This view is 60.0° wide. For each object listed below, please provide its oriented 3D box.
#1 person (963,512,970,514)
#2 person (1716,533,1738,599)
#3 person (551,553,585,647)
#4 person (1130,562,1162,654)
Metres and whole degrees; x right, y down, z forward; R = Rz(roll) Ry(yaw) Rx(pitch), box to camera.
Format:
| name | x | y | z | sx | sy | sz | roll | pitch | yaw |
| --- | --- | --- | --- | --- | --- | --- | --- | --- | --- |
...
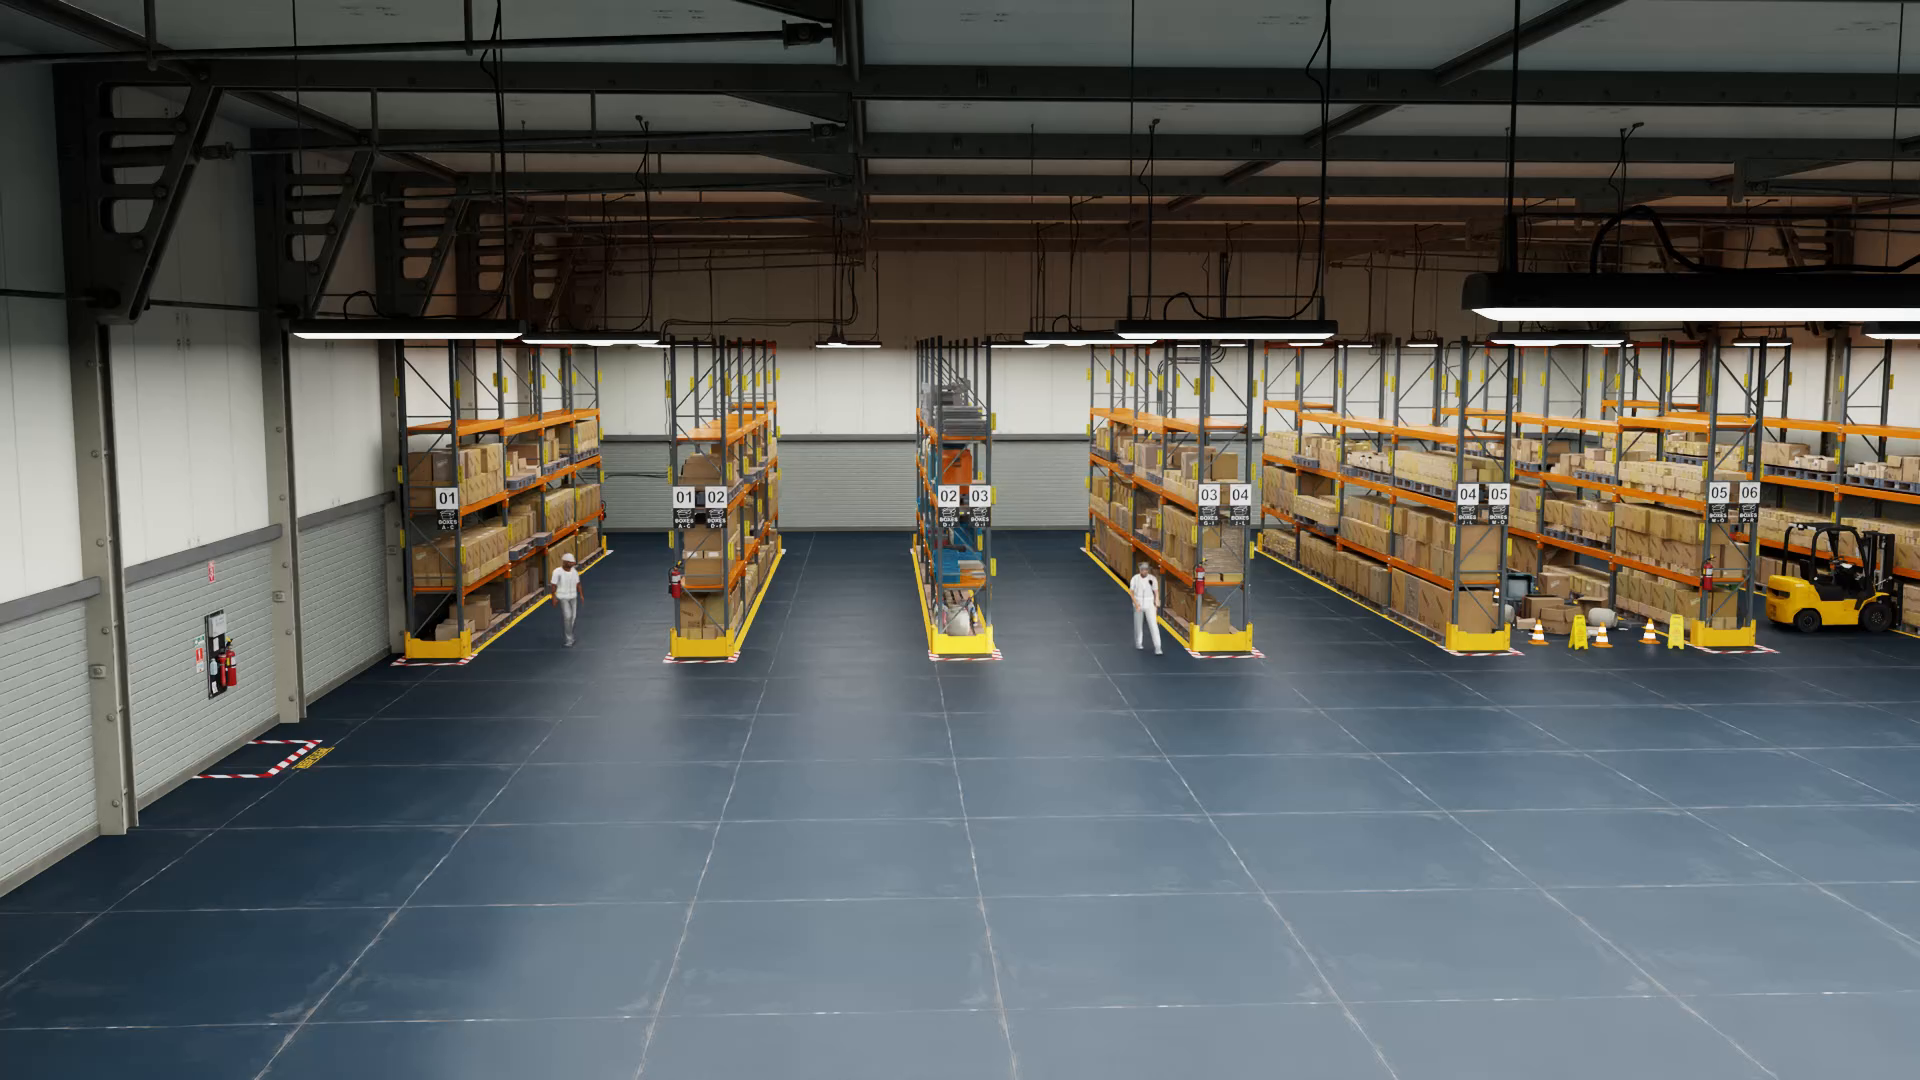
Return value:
| name | x | y | z | sx | sy | sz | roll | pitch | yaw |
| --- | --- | --- | --- | --- | --- | --- | --- | --- | --- |
| person | 0.100 | -0.830 | 49.915 | 0.933 | 1.750 | 0.572 | -6 | 9 | -41 |
| person | 16.785 | 0.692 | 36.333 | 0.574 | 1.733 | 0.473 | 0 | 6 | 2 |
| person | -7.640 | 1.184 | 32.536 | 0.521 | 1.832 | 0.599 | 6 | 9 | 41 |
| person | 3.561 | 1.269 | 31.727 | 0.661 | 1.728 | 0.849 | 1 | 7 | 11 |
